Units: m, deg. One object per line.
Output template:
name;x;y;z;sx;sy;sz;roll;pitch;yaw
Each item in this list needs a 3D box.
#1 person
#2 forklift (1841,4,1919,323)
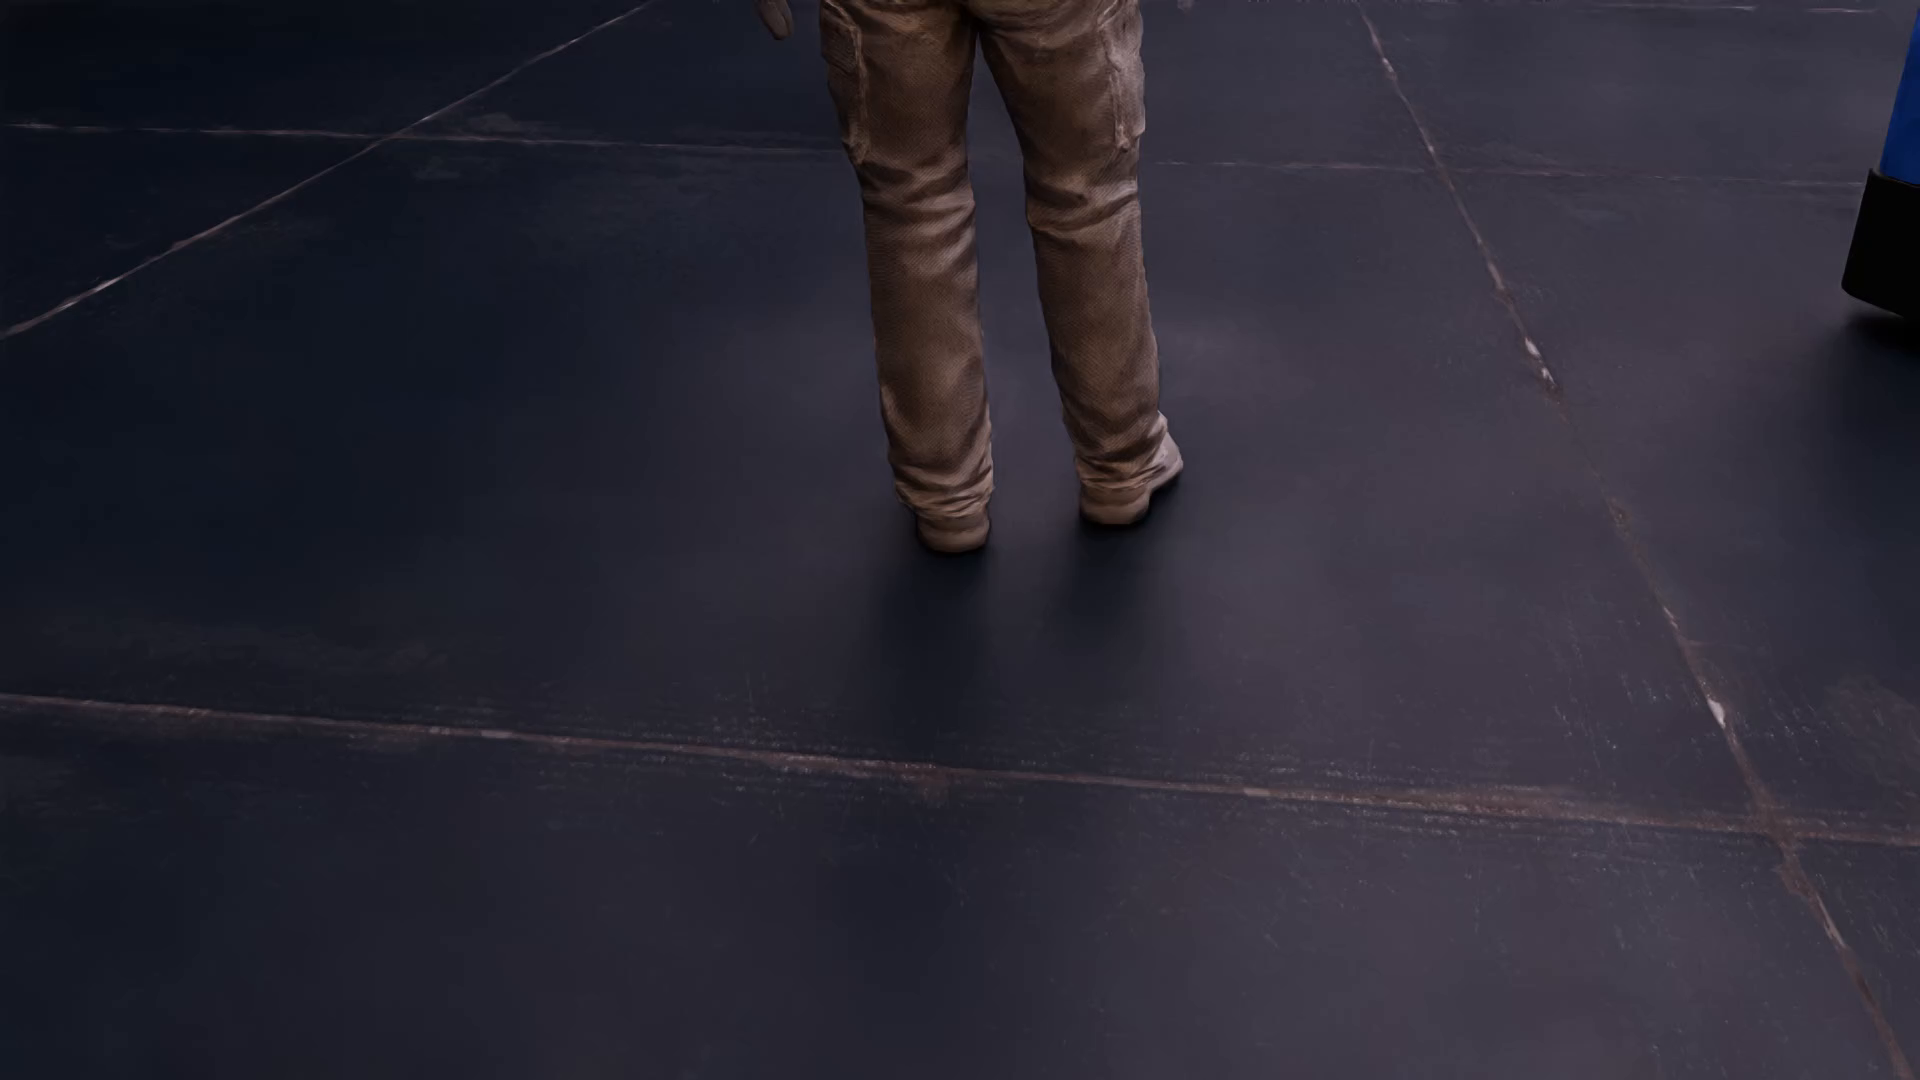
person;0.018;-0.835;2.162;0.654;1.782;0.576;3;27;7
forklift;3.349;-1.761;2.746;3.031;2.935;1.130;-8;28;-16
